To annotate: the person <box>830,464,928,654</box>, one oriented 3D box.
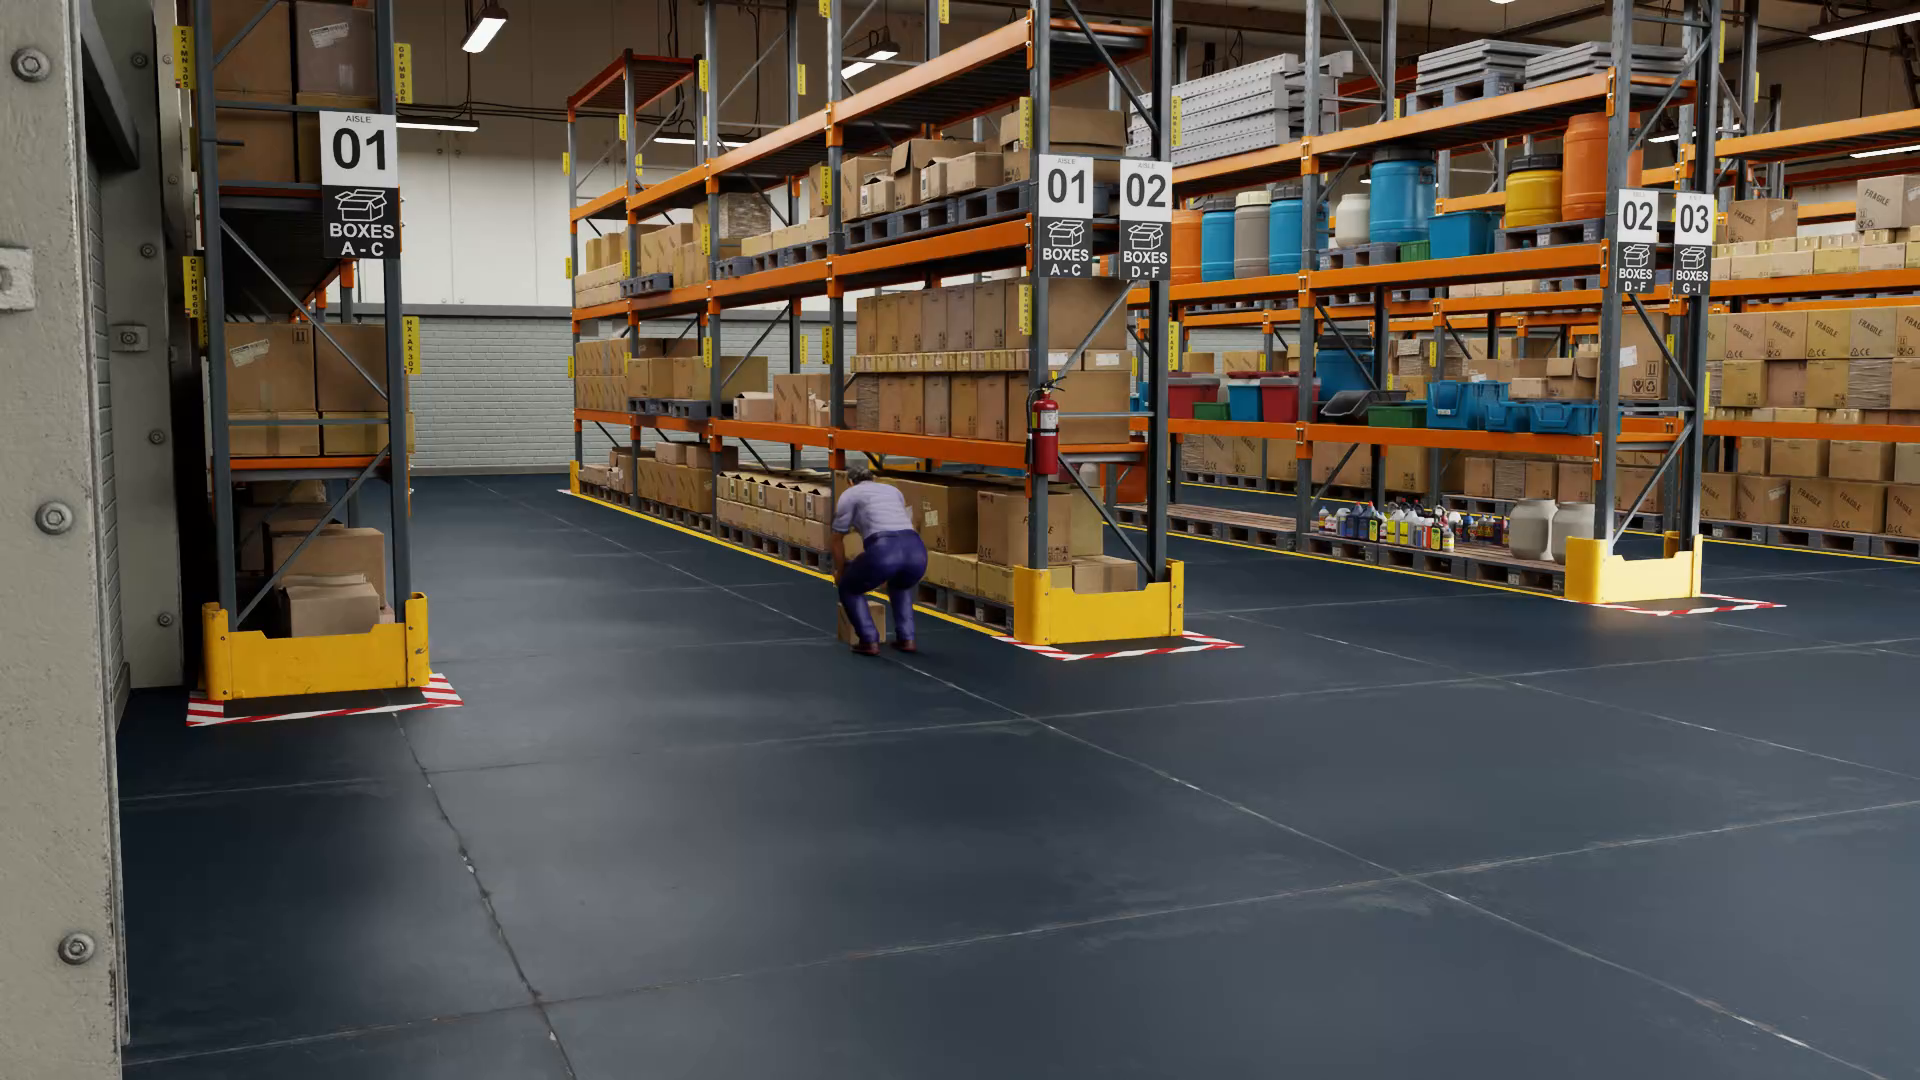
[{"bbox_3d":[-0.532,0.124,10.686,0.536,1.197,0.741,-2,6,-24],"label":"person"}]
